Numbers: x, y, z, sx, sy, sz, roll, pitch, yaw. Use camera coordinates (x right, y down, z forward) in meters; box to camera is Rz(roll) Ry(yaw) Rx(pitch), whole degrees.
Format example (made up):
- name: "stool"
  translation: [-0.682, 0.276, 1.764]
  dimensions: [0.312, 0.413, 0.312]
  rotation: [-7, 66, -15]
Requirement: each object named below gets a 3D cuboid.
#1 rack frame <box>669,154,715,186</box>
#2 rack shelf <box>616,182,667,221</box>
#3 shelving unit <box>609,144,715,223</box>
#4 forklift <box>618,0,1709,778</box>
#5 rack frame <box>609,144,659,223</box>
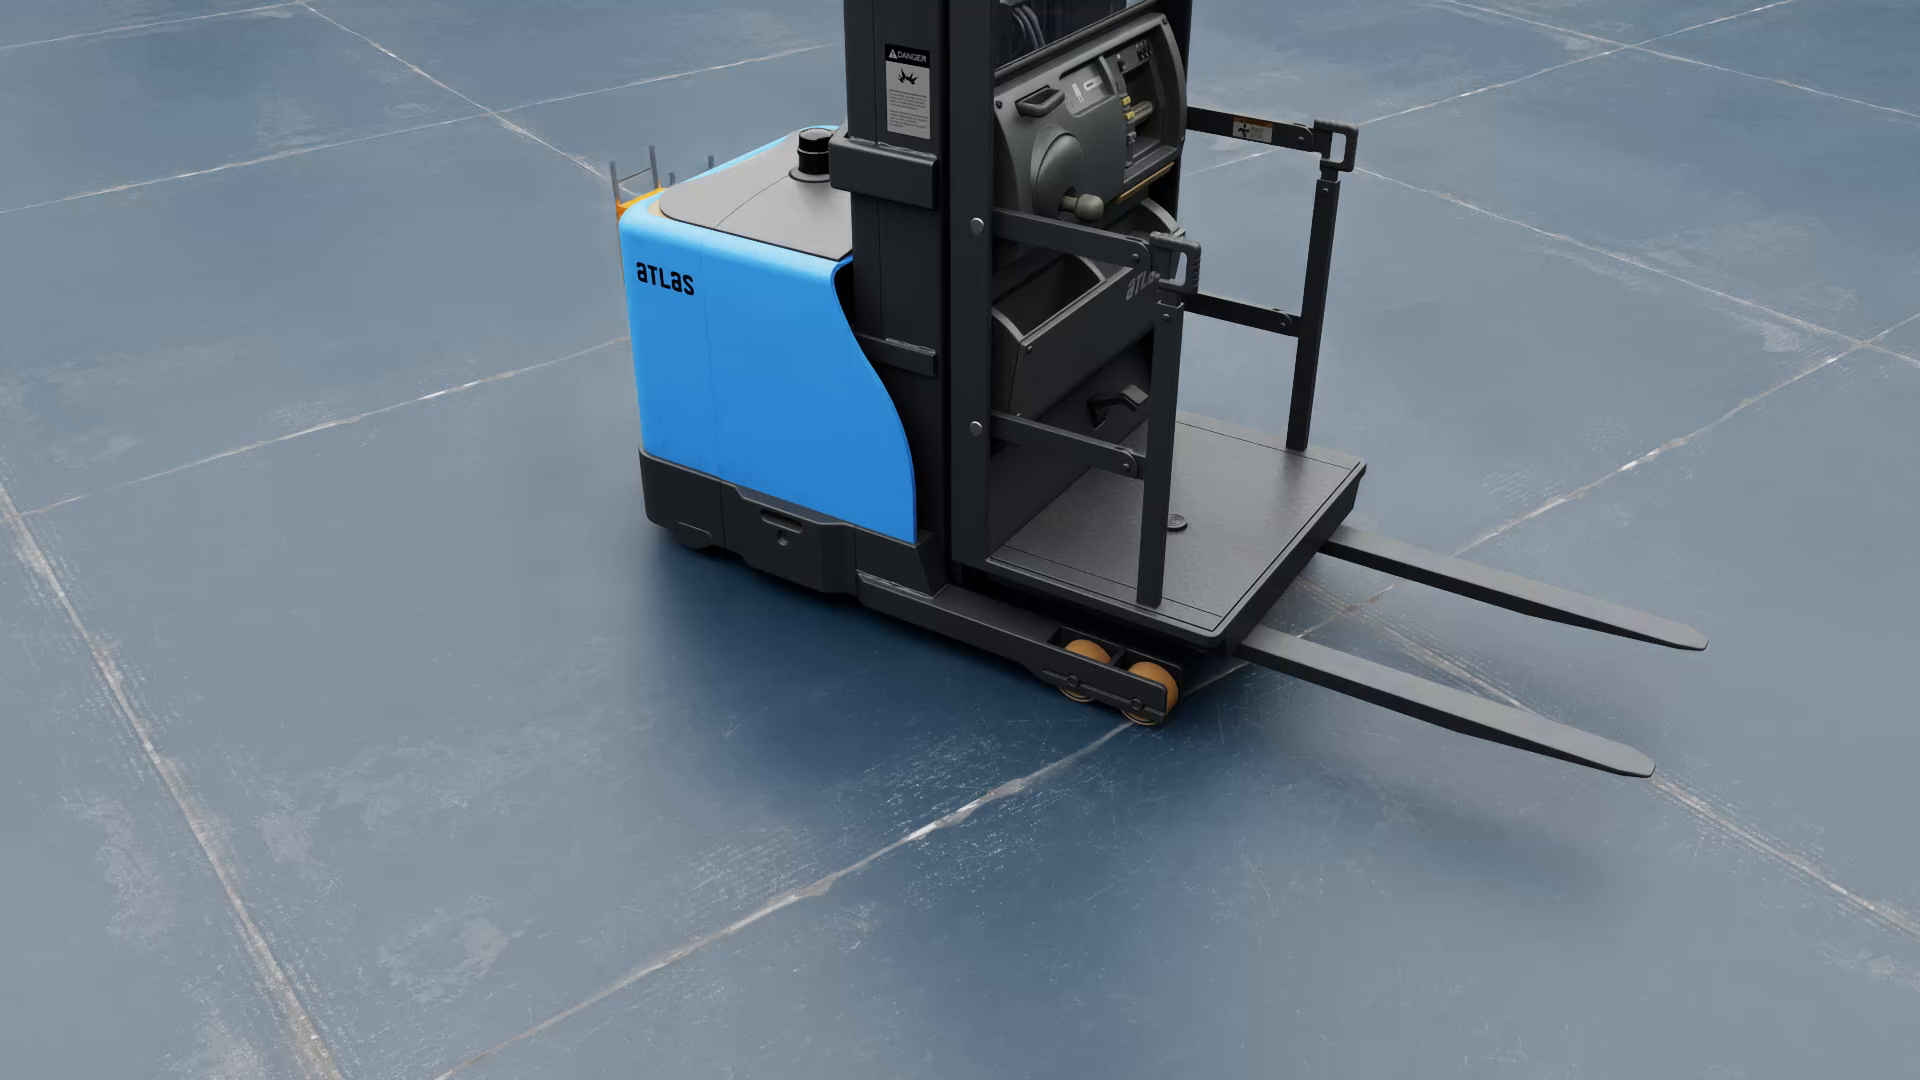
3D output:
- name: "rack frame"
  translation: [-0.803, -0.702, 5.363]
  dimensions: [0.008, 1.050, 0.200]
  rotation: [16, 35, 29]
- name: "rack shelf"
  translation: [-0.916, -0.967, 5.284]
  dimensions: [0.240, 0.259, 0.215]
  rotation: [16, 35, 29]
- name: "shelving unit"
  translation: [-0.905, -0.731, 5.422]
  dimensions: [0.252, 1.050, 0.215]
  rotation: [16, 35, 29]
- name: "forklift"
  translation: [0.527, -1.070, 4.195]
  dimensions: [3.031, 2.935, 1.130]
  rotation: [18, 36, 27]
- name: "rack frame"
  translation: [-1.008, -0.761, 5.480]
  dimensions: [0.008, 1.050, 0.200]
  rotation: [16, 35, 29]
